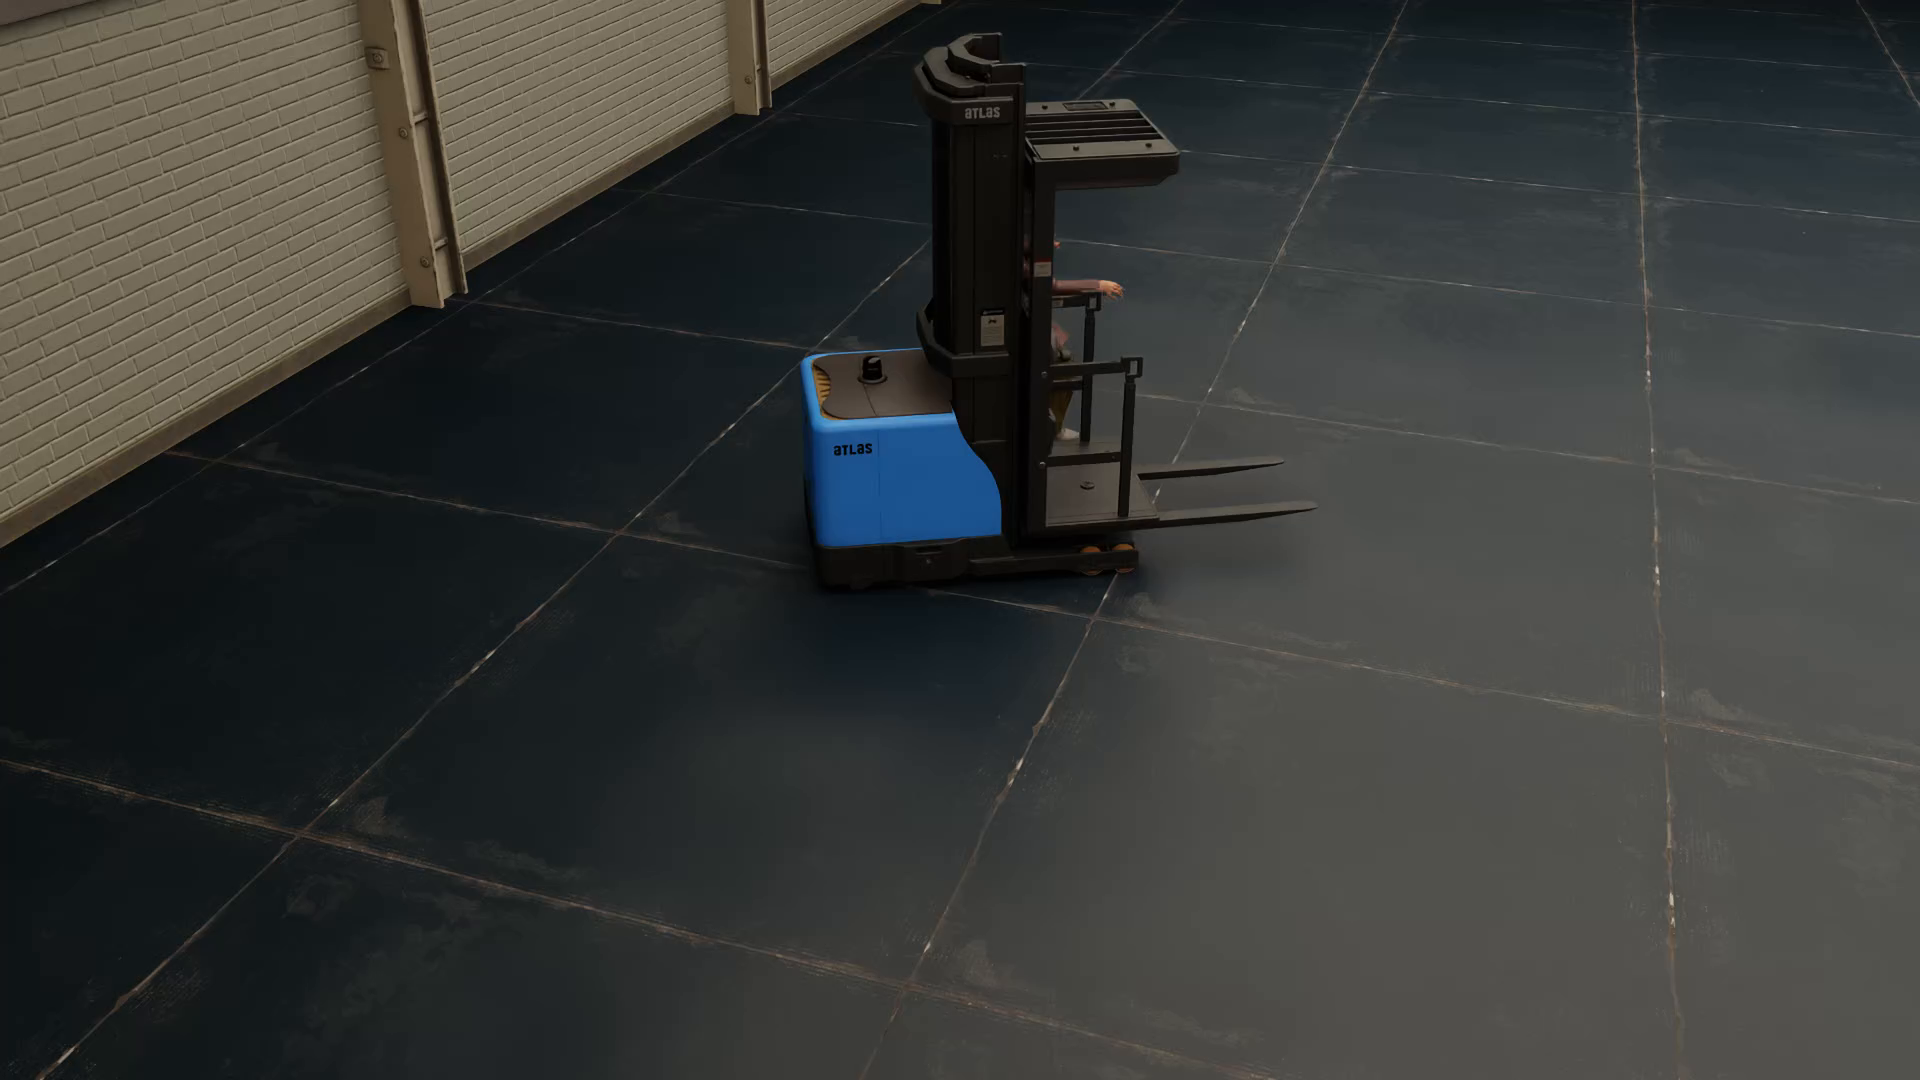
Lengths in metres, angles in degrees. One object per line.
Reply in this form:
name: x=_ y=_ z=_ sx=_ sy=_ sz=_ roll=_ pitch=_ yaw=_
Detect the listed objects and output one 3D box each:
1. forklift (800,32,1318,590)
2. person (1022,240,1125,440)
forklift: x=0.603 y=-1.321 z=9.453 sx=3.031 sy=2.935 sz=1.130 roll=-5 pitch=30 yaw=-8
person: x=0.531 y=-1.476 z=11.085 sx=0.767 sy=1.622 sz=0.913 roll=-14 pitch=32 yaw=-23
